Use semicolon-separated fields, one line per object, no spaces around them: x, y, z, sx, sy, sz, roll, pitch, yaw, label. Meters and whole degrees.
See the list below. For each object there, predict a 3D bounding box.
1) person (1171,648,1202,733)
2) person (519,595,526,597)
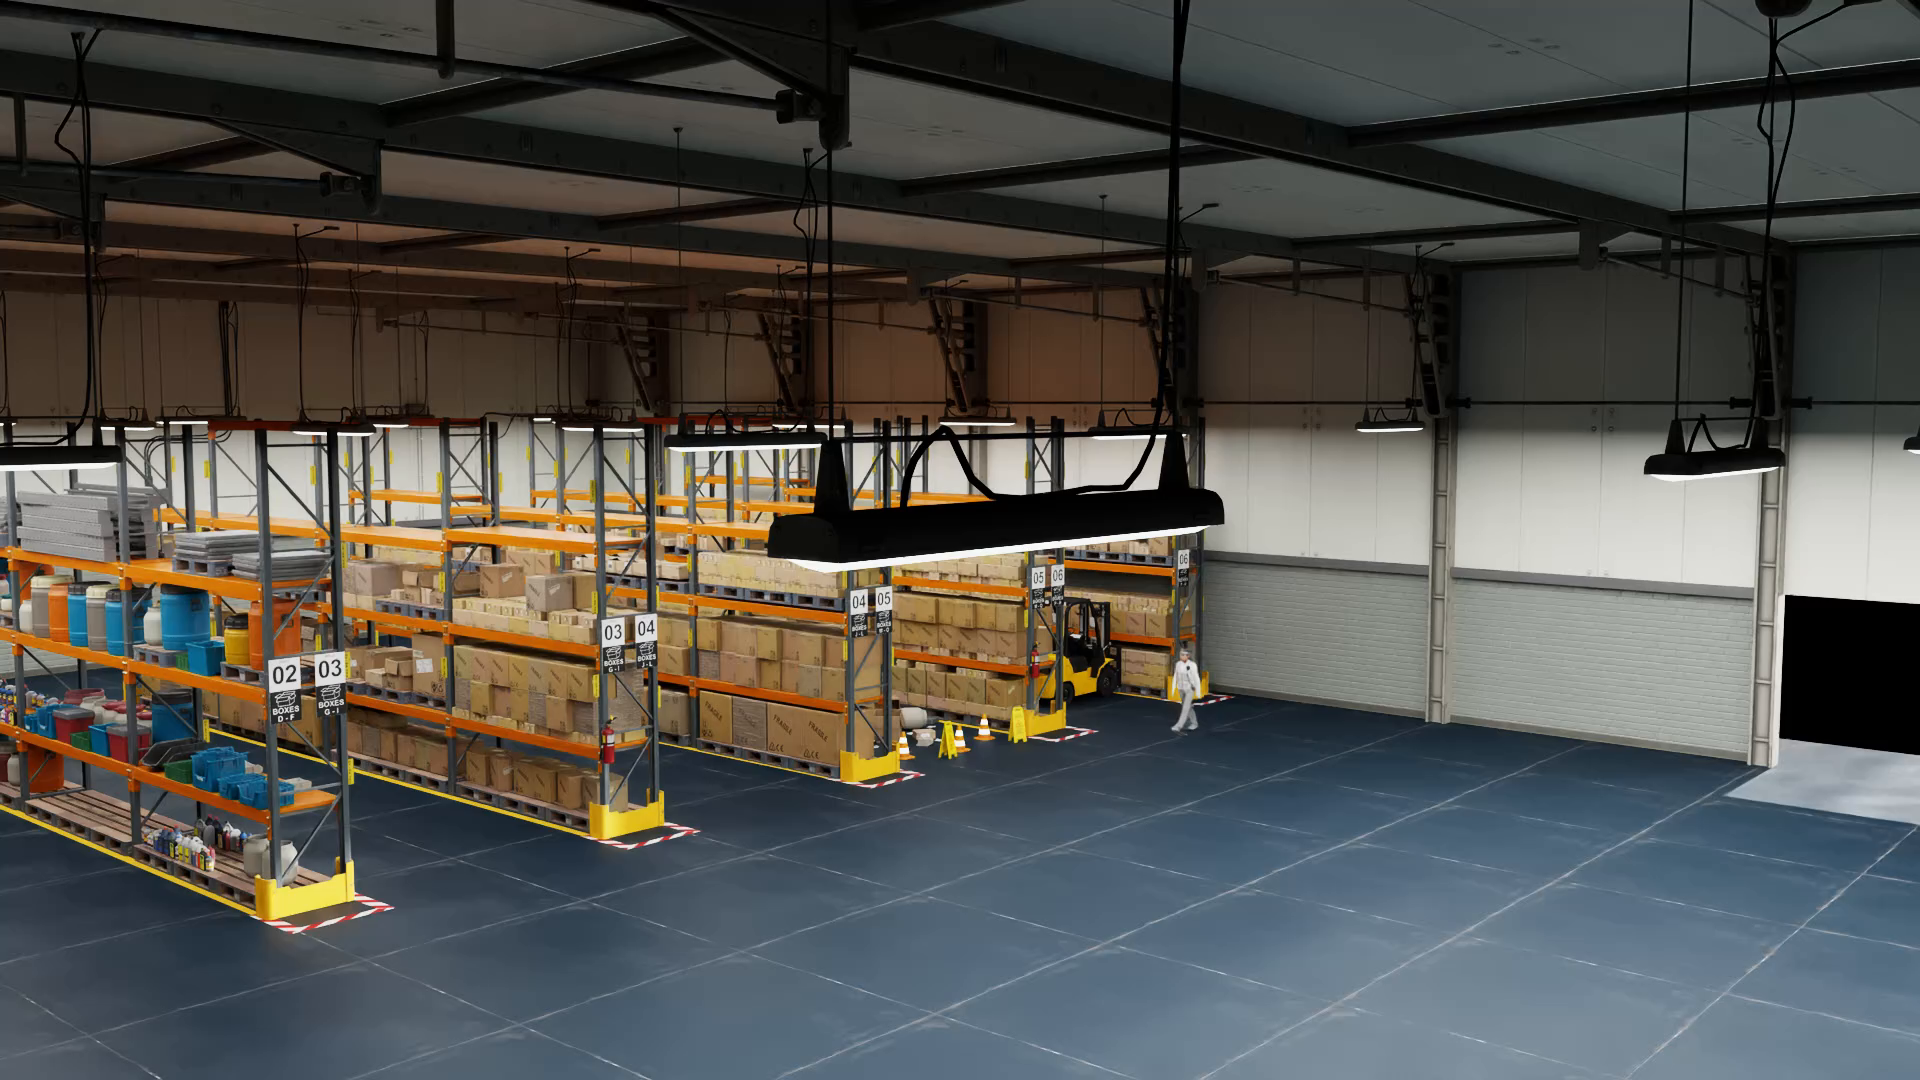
4.261;2.865;31.792;1.023;1.613;0.512;-4;6;-42;person
-10.582;2.162;40.131;0.699;1.738;0.576;-2;5;-26;person
